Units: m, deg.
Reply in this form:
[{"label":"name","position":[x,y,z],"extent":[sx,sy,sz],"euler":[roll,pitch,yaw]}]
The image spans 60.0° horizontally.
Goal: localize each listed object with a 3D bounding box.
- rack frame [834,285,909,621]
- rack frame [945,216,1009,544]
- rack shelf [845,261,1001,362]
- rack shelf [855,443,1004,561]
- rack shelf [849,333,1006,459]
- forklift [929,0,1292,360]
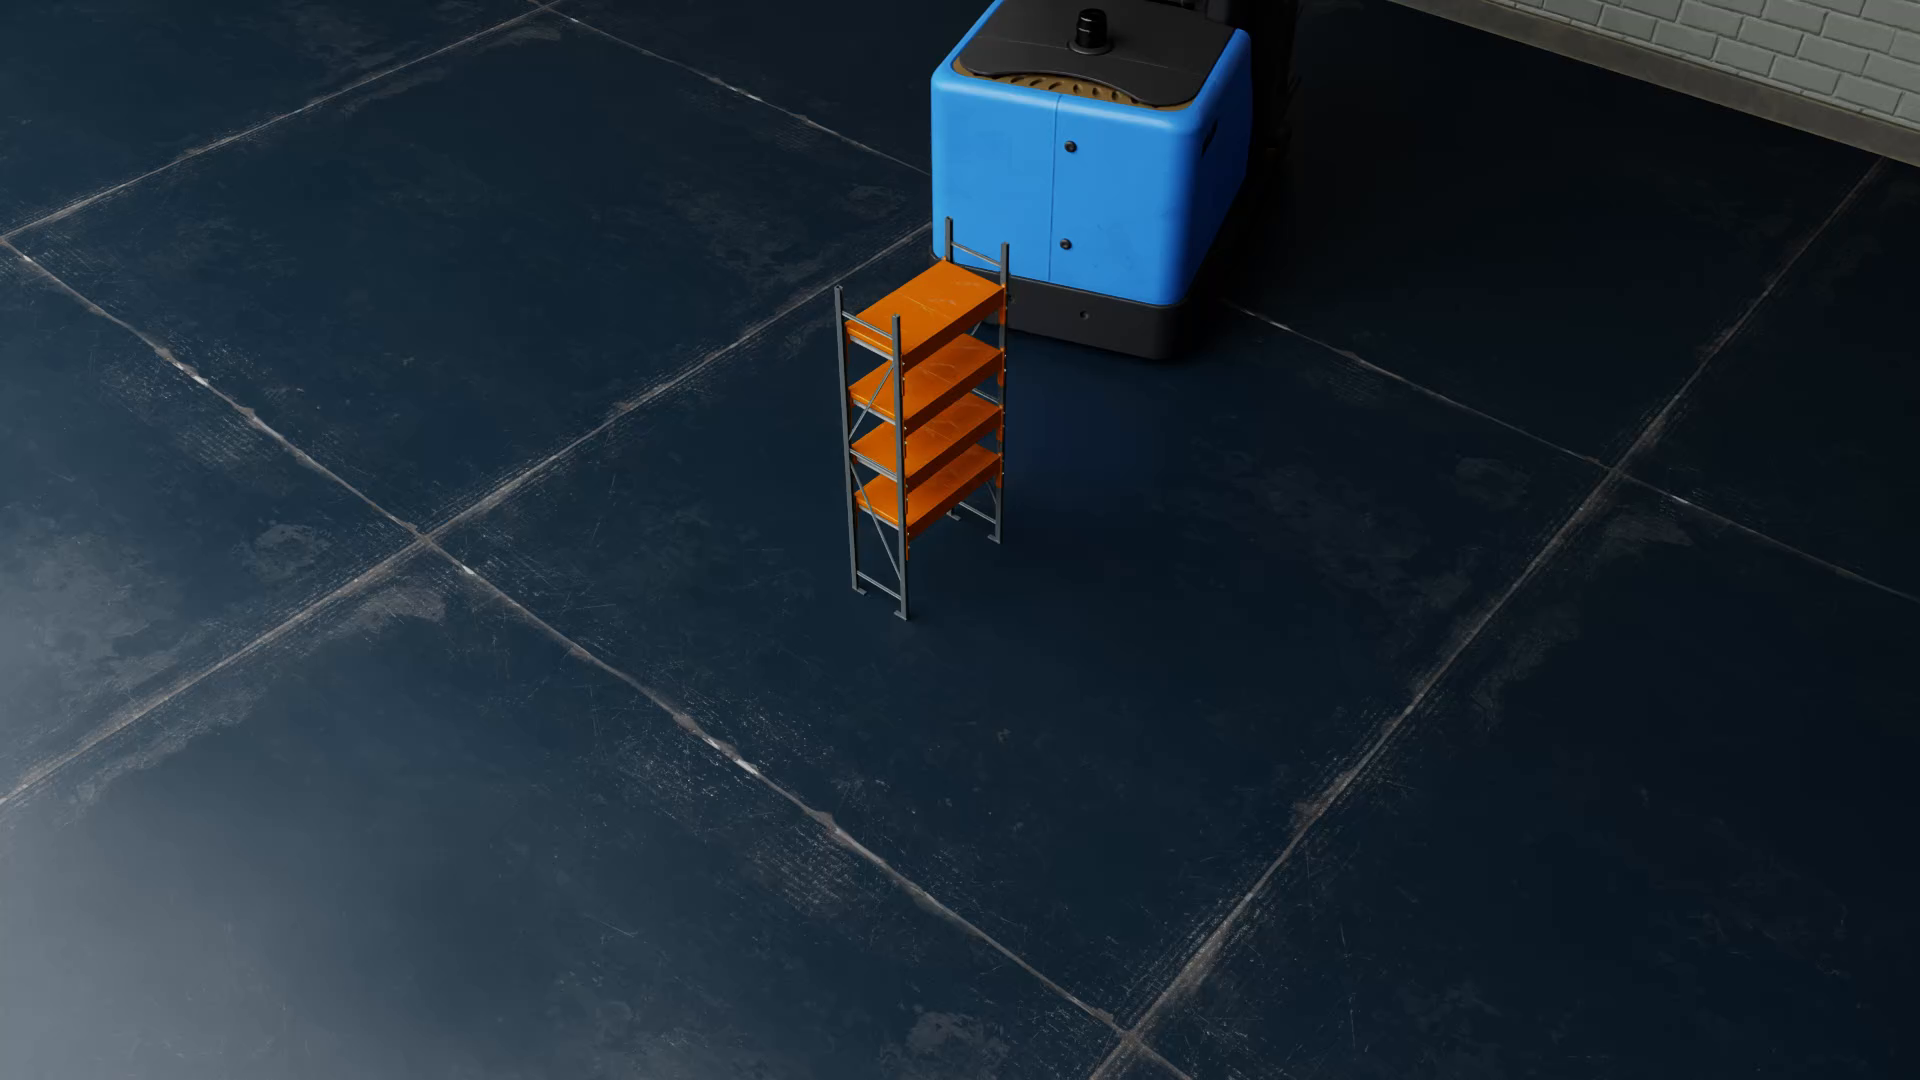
[{"label":"rack frame","position":[-0.264,-0.233,5.114],"extent":[0.240,1.200,0.015],"euler":[29,50,28]},{"label":"rack frame","position":[0.051,-0.484,5.391],"extent":[0.240,1.200,0.015],"euler":[29,50,28]},{"label":"rack shelf","position":[-0.107,-0.678,4.962],"extent":[0.221,0.050,0.457],"euler":[29,50,28]},{"label":"rack shelf","position":[-0.107,-0.162,5.431],"extent":[0.258,0.148,0.480],"euler":[29,50,28]},{"label":"rack shelf","position":[-0.107,-0.474,5.147],"extent":[0.258,0.148,0.480],"euler":[29,50,28]},{"label":"forklift","position":[0.684,-2.415,6.275],"extent":[1.129,2.867,1.939],"euler":[14,44,15]}]
